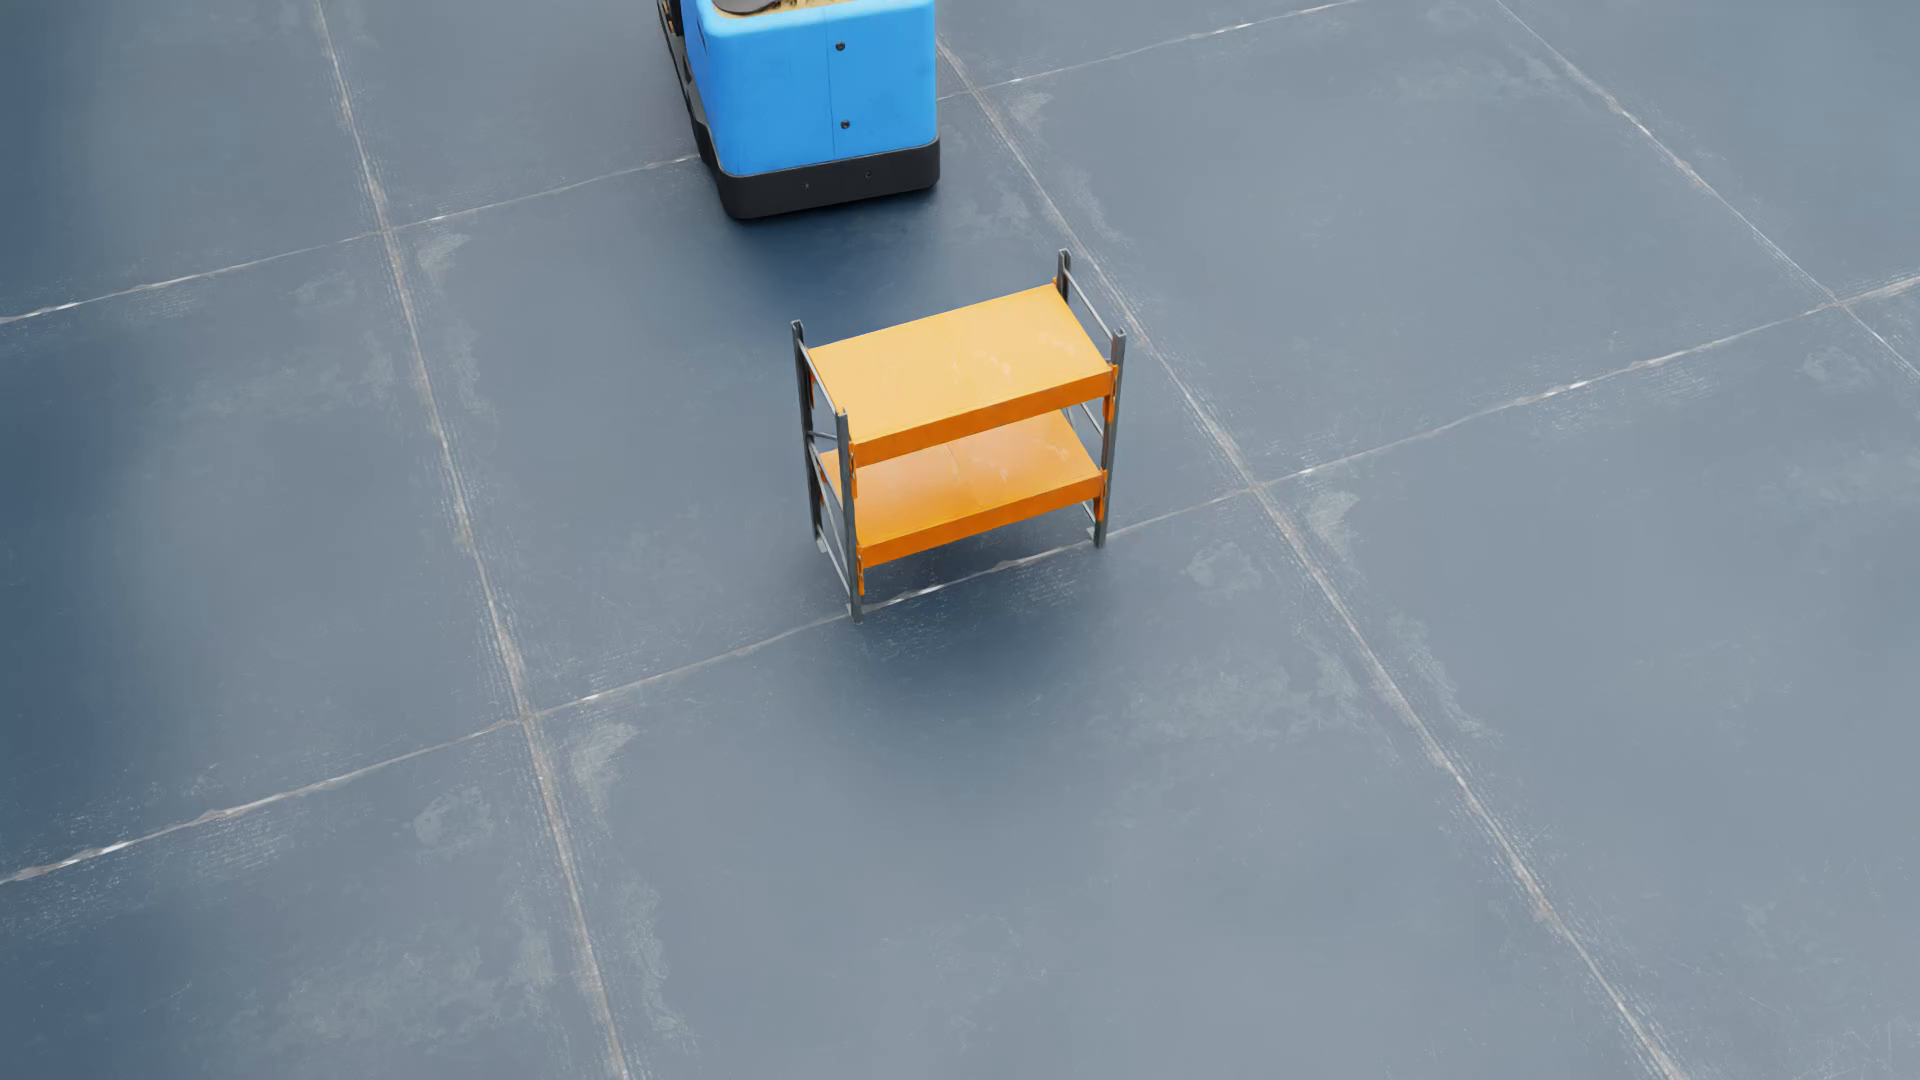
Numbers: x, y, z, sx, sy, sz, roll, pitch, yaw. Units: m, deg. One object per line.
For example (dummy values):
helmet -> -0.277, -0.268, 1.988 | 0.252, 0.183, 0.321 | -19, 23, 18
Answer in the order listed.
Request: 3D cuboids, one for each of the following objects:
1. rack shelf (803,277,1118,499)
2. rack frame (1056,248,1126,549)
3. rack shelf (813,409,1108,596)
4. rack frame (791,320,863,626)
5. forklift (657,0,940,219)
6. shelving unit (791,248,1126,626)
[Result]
rack shelf -> -0.006, -0.555, 5.940 | 1.000, 0.278, 0.538 | -17, 52, -14
rack frame -> 0.464, -0.510, 6.288 | 0.032, 1.125, 0.500 | -17, 52, -14
rack shelf -> -0.006, -0.205, 6.348 | 1.000, 0.278, 0.538 | -17, 52, -14
rack frame -> -0.477, -0.219, 6.037 | 0.032, 1.125, 0.500 | -17, 52, -14
forklift -> -0.986, -3.606, 7.755 | 1.130, 2.935, 3.031 | -12, 50, -10
shelving unit -> -0.006, -0.365, 6.162 | 1.048, 1.125, 0.538 | -17, 52, -14
